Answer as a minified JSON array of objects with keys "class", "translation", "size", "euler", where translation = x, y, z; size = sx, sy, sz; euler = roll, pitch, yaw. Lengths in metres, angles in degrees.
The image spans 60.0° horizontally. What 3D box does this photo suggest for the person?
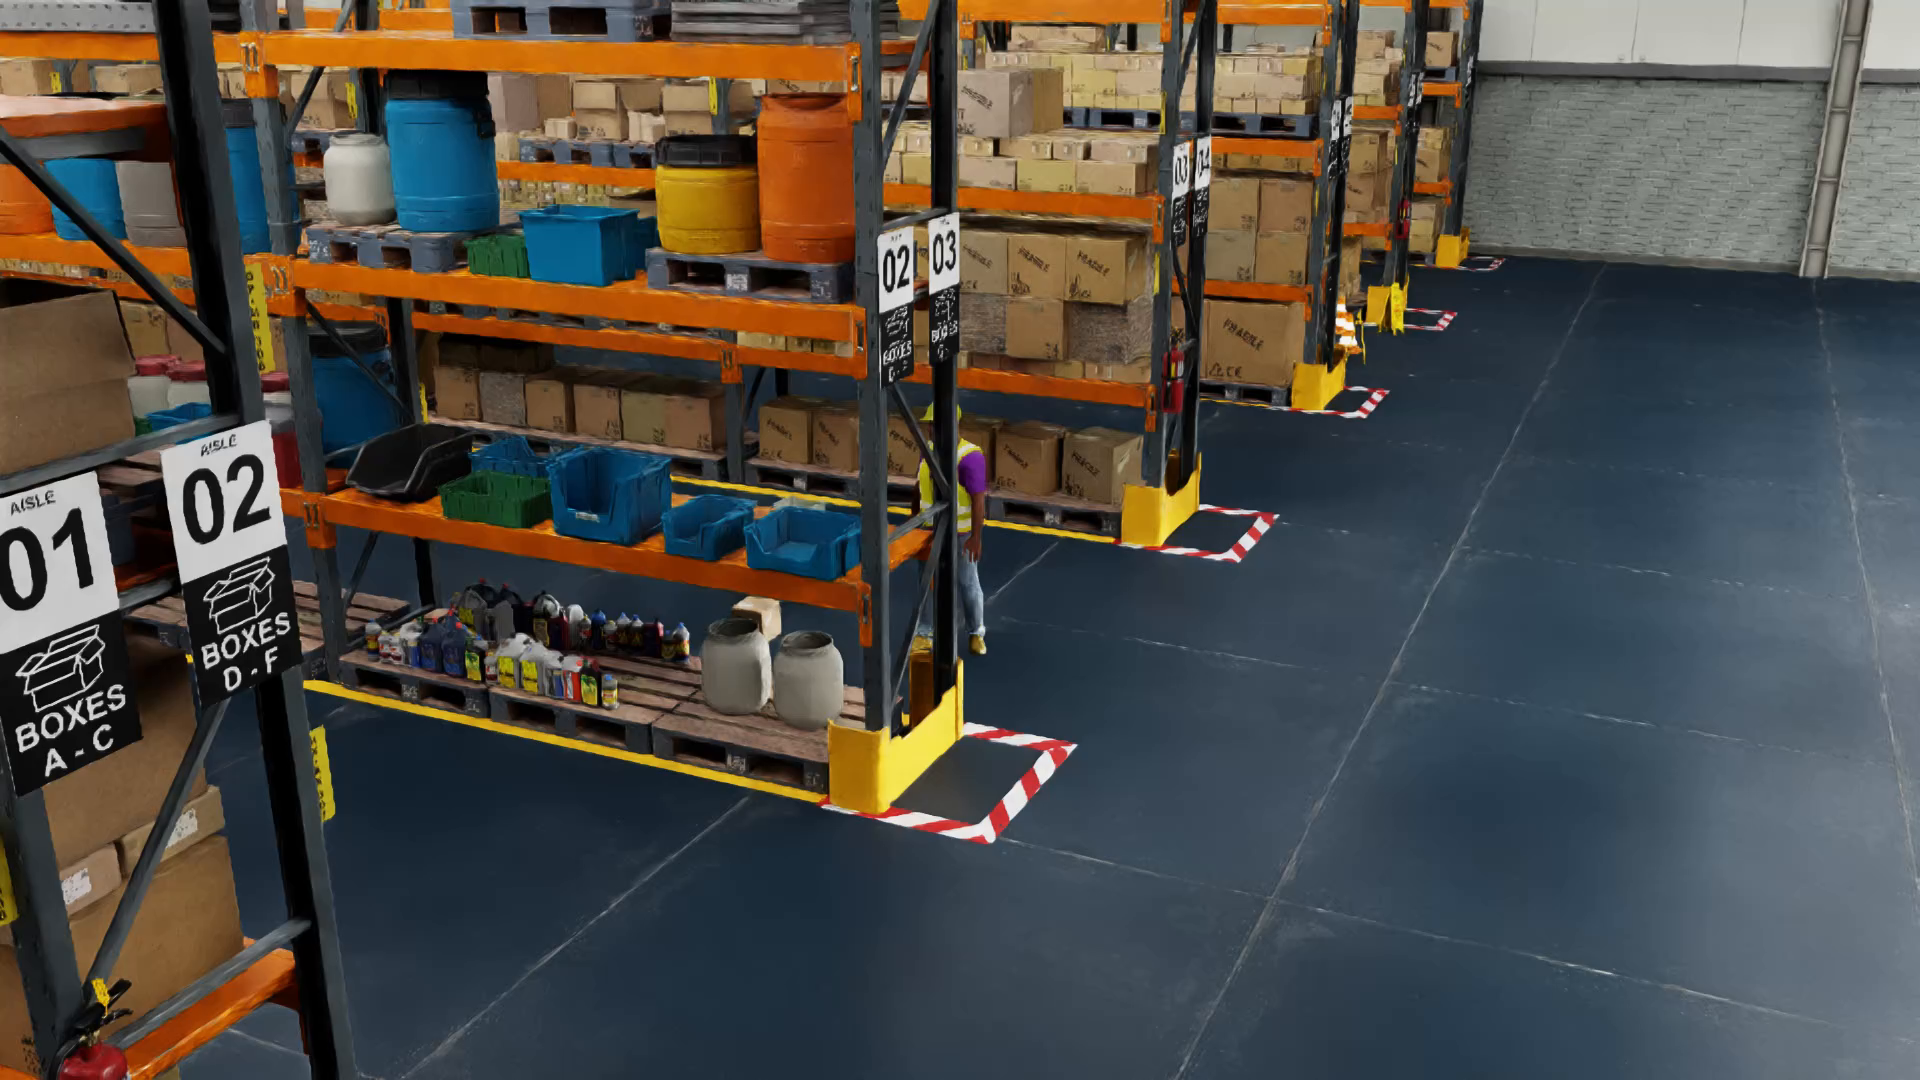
[{"class":"person","translation":[-0.140,-0.080,11.191],"size":[0.696,1.764,0.589],"euler":[14,24,36]}]
